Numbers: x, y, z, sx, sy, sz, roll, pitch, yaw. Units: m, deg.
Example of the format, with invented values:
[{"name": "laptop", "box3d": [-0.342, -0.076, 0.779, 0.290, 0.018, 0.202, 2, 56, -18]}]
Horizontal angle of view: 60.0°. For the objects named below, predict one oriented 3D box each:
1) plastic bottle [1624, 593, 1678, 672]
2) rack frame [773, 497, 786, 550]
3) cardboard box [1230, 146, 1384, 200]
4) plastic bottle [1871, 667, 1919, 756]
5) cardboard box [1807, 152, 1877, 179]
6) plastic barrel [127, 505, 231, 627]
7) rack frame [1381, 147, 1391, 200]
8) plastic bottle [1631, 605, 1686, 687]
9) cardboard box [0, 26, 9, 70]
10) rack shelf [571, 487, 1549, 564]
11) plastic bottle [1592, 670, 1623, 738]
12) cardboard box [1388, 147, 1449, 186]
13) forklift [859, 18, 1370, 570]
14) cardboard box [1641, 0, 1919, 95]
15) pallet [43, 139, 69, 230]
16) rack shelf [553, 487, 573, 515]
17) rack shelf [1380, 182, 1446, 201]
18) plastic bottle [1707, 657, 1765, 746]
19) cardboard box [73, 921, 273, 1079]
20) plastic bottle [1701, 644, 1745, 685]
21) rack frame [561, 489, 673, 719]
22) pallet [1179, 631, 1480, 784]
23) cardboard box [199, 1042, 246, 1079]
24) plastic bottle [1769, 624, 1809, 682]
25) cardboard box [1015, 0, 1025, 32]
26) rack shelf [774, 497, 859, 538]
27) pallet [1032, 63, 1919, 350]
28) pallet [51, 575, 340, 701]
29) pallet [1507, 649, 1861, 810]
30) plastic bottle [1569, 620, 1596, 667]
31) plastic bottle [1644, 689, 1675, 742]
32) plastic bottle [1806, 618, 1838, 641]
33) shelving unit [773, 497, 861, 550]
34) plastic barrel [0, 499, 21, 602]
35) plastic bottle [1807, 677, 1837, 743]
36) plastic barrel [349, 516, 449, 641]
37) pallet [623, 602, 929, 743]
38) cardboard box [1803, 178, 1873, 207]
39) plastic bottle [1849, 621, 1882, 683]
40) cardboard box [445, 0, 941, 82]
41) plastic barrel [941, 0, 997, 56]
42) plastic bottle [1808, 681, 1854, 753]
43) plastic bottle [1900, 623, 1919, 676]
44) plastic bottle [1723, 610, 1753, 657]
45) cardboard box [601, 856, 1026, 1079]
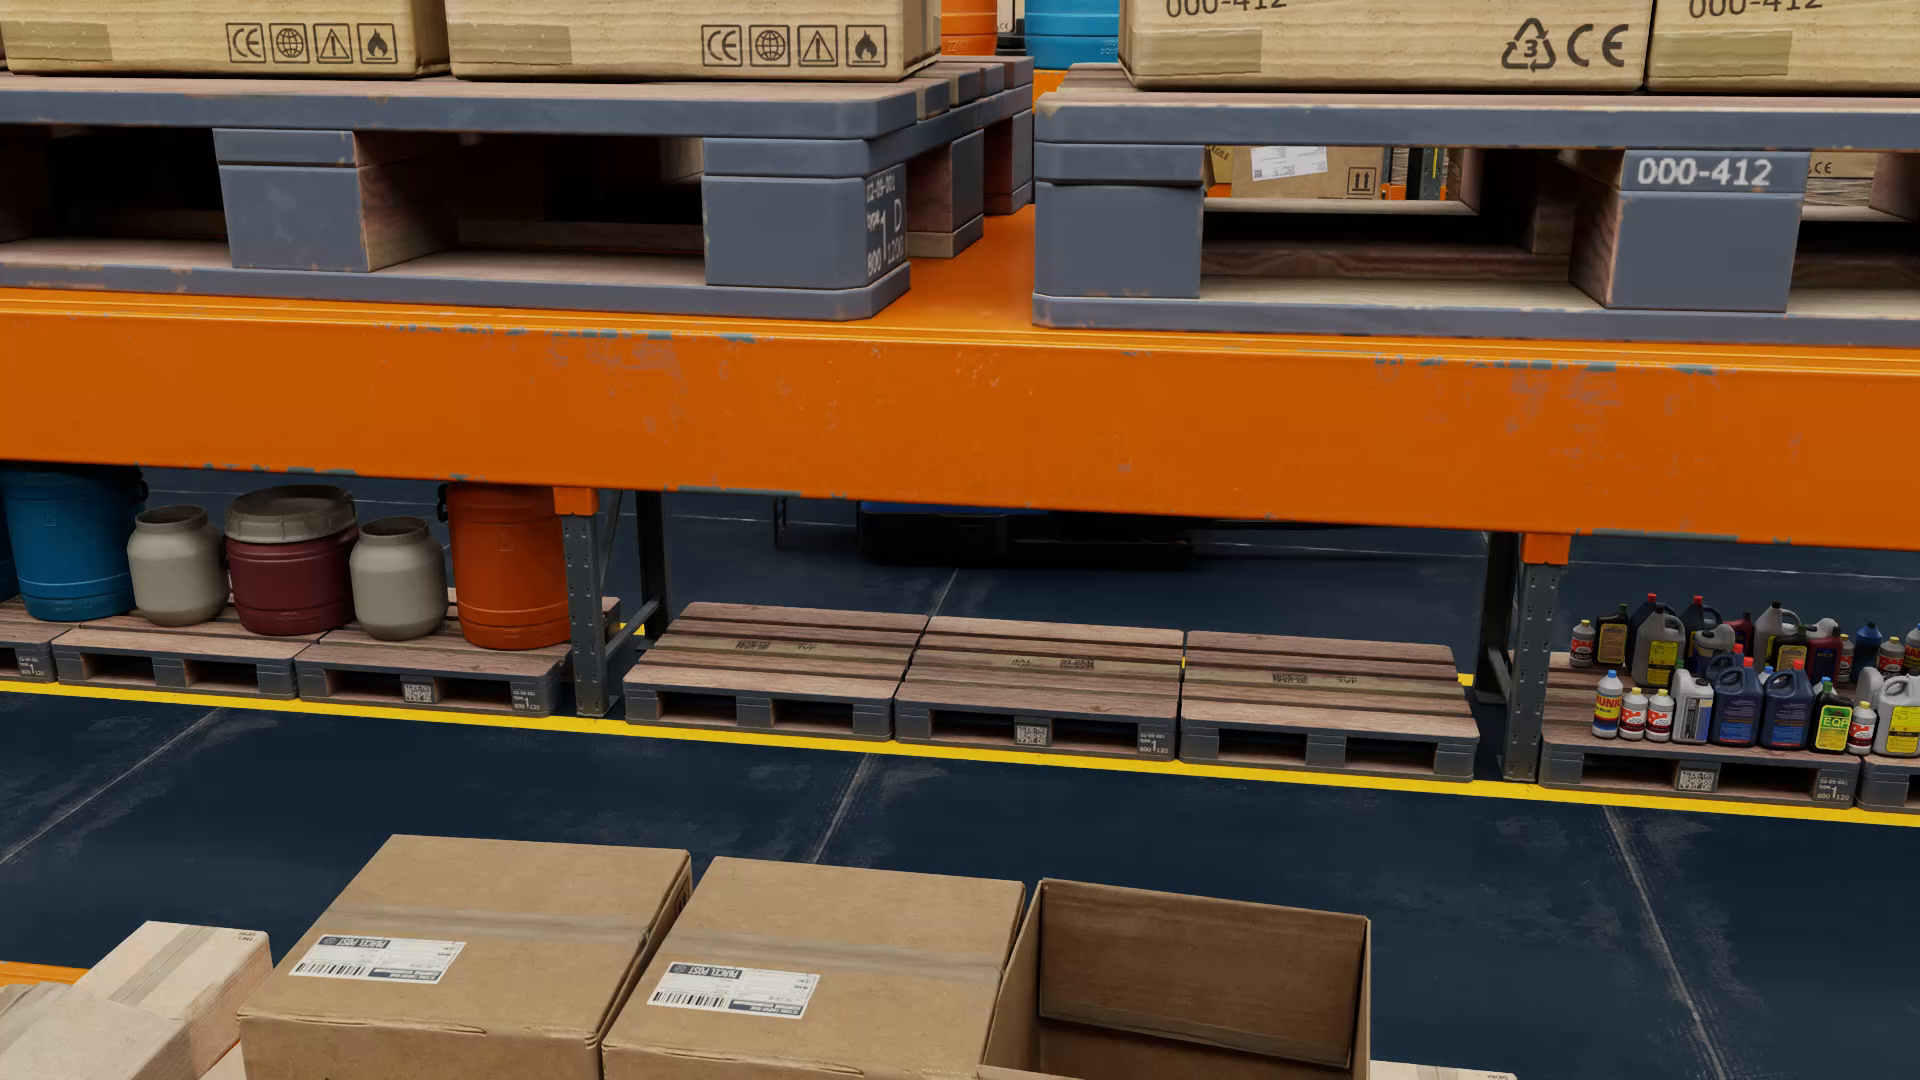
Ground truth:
[{"name": "plastic bottle", "box3d": [3.056, 0.407, 7.339, 0.185, 0.351, 0.144, 2, 19, 7]}, {"name": "rack frame", "box3d": [-1.062, -1.004, 9.495, 0.015, 2.100, 0.400, 1, 19, 2]}, {"name": "cardboard box", "box3d": [2.398, -2.701, 11.542, 1.000, 1.000, 1.000, 3, 19, 9]}, {"name": "plastic bottle", "box3d": [3.712, 0.667, 6.564, 0.185, 0.351, 0.144, 3, 19, 8]}, {"name": "cardboard box", "box3d": [5.540, -2.595, 10.629, 0.500, 0.500, 0.500, 3, 19, 9]}, {"name": "plastic barrel", "box3d": [-3.747, 0.121, 7.974, 0.421, 0.512, 0.421, 0, 18, 0]}, {"name": "rack frame", "box3d": [4.047, -3.683, 16.082, 0.127, 3.000, 1.000, 3, 19, 9]}, {"name": "plastic bottle", "box3d": [3.034, 0.453, 7.204, 0.185, 0.351, 0.144, 3, 19, 9]}, {"name": "cardboard box", "box3d": [-1.387, -0.757, 2.184, 0.500, 0.250, 0.500, 3, 19, 10]}, {"name": "rack shelf", "box3d": [0.400, -0.342, 7.231, 4.000, 0.370, 1.077, 3, 19, 9]}, {"name": "plastic bottle", "box3d": [2.620, 0.656, 6.721, 0.097, 0.271, 0.097, 0, 18, 0]}, {"name": "cardboard box", "box3d": [4.413, -3.739, 16.014, 0.550, 0.550, 0.875, 3, 19, 9]}, {"name": "forklift", "box3d": [0.957, -1.396, 9.356, 3.031, 2.935, 1.130, 1, 19, 2]}, {"name": "cardboard box", "box3d": [0.979, -0.615, 1.761, 0.500, 0.250, 0.500, 5, 19, 14]}, {"name": "pallet", "box3d": [-1.680, -0.559, 2.316, 1.003, 0.211, 1.213, 4, 19, 11]}, {"name": "rack shelf", "box3d": [-3.549, -0.543, 7.833, 4.000, 0.370, 1.077, 3, 19, 9]}, {"name": "rack shelf", "box3d": [6.022, -3.241, 15.896, 4.000, 0.370, 1.077, 3, 19, 9]}, {"name": "plastic bottle", "box3d": [3.106, 0.636, 6.656, 0.185, 0.351, 0.144, 3, 19, 10]}, {"name": "cardboard box", "box3d": [-1.432, 0.846, 2.944, 0.250, 0.149, 0.380, 3, 19, 9]}, {"name": "plastic bottle", "box3d": [3.129, 0.591, 6.791, 0.185, 0.351, 0.144, 3, 19, 9]}, {"name": "rack frame", "box3d": [-1.574, -0.784, 7.418, 0.127, 3.000, 1.000, 3, 19, 9]}, {"name": "pallet", "box3d": [1.593, 0.713, 7.340, 1.213, 0.211, 1.003, 3, 19, 9]}, {"name": "cardboard box", "box3d": [-1.096, 0.934, 2.681, 0.250, 0.149, 0.380, 4, 19, 13]}, {"name": "plastic bottle", "box3d": [3.574, 0.499, 7.173, 0.133, 0.283, 0.061, 3, 19, 9]}, {"name": "cardboard box", "box3d": [0.651, -3.534, 11.148, 0.500, 0.250, 0.500, 3, 19, 10]}, {"name": "rack shelf", "box3d": [-0.818, -0.325, 9.714, 0.480, 0.518, 0.431, 1, 19, 2]}, {"name": "pallet", "box3d": [0.713, -0.403, 1.853, 1.217, 0.209, 0.805, 2, 19, 6]}, {"name": "pallet", "box3d": [-3.561, 0.450, 8.125, 1.213, 0.211, 1.003, 3, 19, 9]}, {"name": "pallet", "box3d": [3.031, 0.787, 7.118, 1.213, 0.211, 1.003, 3, 19, 9]}, {"name": "plastic bottle", "box3d": [2.783, 0.457, 7.427, 0.097, 0.201, 0.097, 0, 18, 0]}, {"name": "plastic bottle", "box3d": [2.821, 0.700, 6.701, 0.097, 0.201, 0.097, 0, 18, 0]}, {"name": "plastic bottle", "box3d": [3.725, 0.478, 7.246, 0.135, 0.276, 0.152, 3, 19, 10]}, {"name": "shelving unit", "box3d": [-0.818, -1.002, 9.488, 0.503, 2.100, 0.431, 1, 19, 2]}, {"name": "plastic barrel", "box3d": [-4.989, -0.156, 8.188, 0.708, 0.901, 0.600, 3, 19, 9]}, {"name": "plastic bottle", "box3d": [3.444, 0.679, 6.654, 0.097, 0.271, 0.097, 0, 18, 0]}, {"name": "plastic barrel", "box3d": [-2.632, 0.177, 7.805, 0.421, 0.512, 0.421, 0, 18, 0]}, {"name": "pallet", "box3d": [-0.816, 0.590, 7.707, 1.213, 0.211, 1.003, 3, 19, 9]}, {"name": "cardboard box", "box3d": [5.572, -2.184, 10.976, 0.500, 0.500, 0.875, 3, 19, 9]}, {"name": "plastic bottle", "box3d": [3.946, 0.483, 7.239, 0.097, 0.271, 0.097, 0, 18, 0]}, {"name": "cardboard box", "box3d": [-0.293, -0.697, 2.005, 0.500, 0.250, 0.500, 1, 19, 4]}, {"name": "plastic barrel", "box3d": [-0.152, -2.267, 6.448, 0.708, 0.830, 0.600, 3, 19, 9]}, {"name": "plastic bottle", "box3d": [3.449, 0.699, 6.575, 0.133, 0.283, 0.061, 4, 19, 11]}, {"name": "plastic bottle", "box3d": [4.146, 0.493, 7.208, 0.097, 0.271, 0.097, 0, 18, 0]}, {"name": "plastic bottle", "box3d": [3.413, 0.444, 7.336, 0.133, 0.283, 0.061, 4, 19, 12]}, {"name": "cardboard box", "box3d": [-0.185, 0.826, 2.448, 0.500, 0.500, 0.500, 3, 19, 9]}]
